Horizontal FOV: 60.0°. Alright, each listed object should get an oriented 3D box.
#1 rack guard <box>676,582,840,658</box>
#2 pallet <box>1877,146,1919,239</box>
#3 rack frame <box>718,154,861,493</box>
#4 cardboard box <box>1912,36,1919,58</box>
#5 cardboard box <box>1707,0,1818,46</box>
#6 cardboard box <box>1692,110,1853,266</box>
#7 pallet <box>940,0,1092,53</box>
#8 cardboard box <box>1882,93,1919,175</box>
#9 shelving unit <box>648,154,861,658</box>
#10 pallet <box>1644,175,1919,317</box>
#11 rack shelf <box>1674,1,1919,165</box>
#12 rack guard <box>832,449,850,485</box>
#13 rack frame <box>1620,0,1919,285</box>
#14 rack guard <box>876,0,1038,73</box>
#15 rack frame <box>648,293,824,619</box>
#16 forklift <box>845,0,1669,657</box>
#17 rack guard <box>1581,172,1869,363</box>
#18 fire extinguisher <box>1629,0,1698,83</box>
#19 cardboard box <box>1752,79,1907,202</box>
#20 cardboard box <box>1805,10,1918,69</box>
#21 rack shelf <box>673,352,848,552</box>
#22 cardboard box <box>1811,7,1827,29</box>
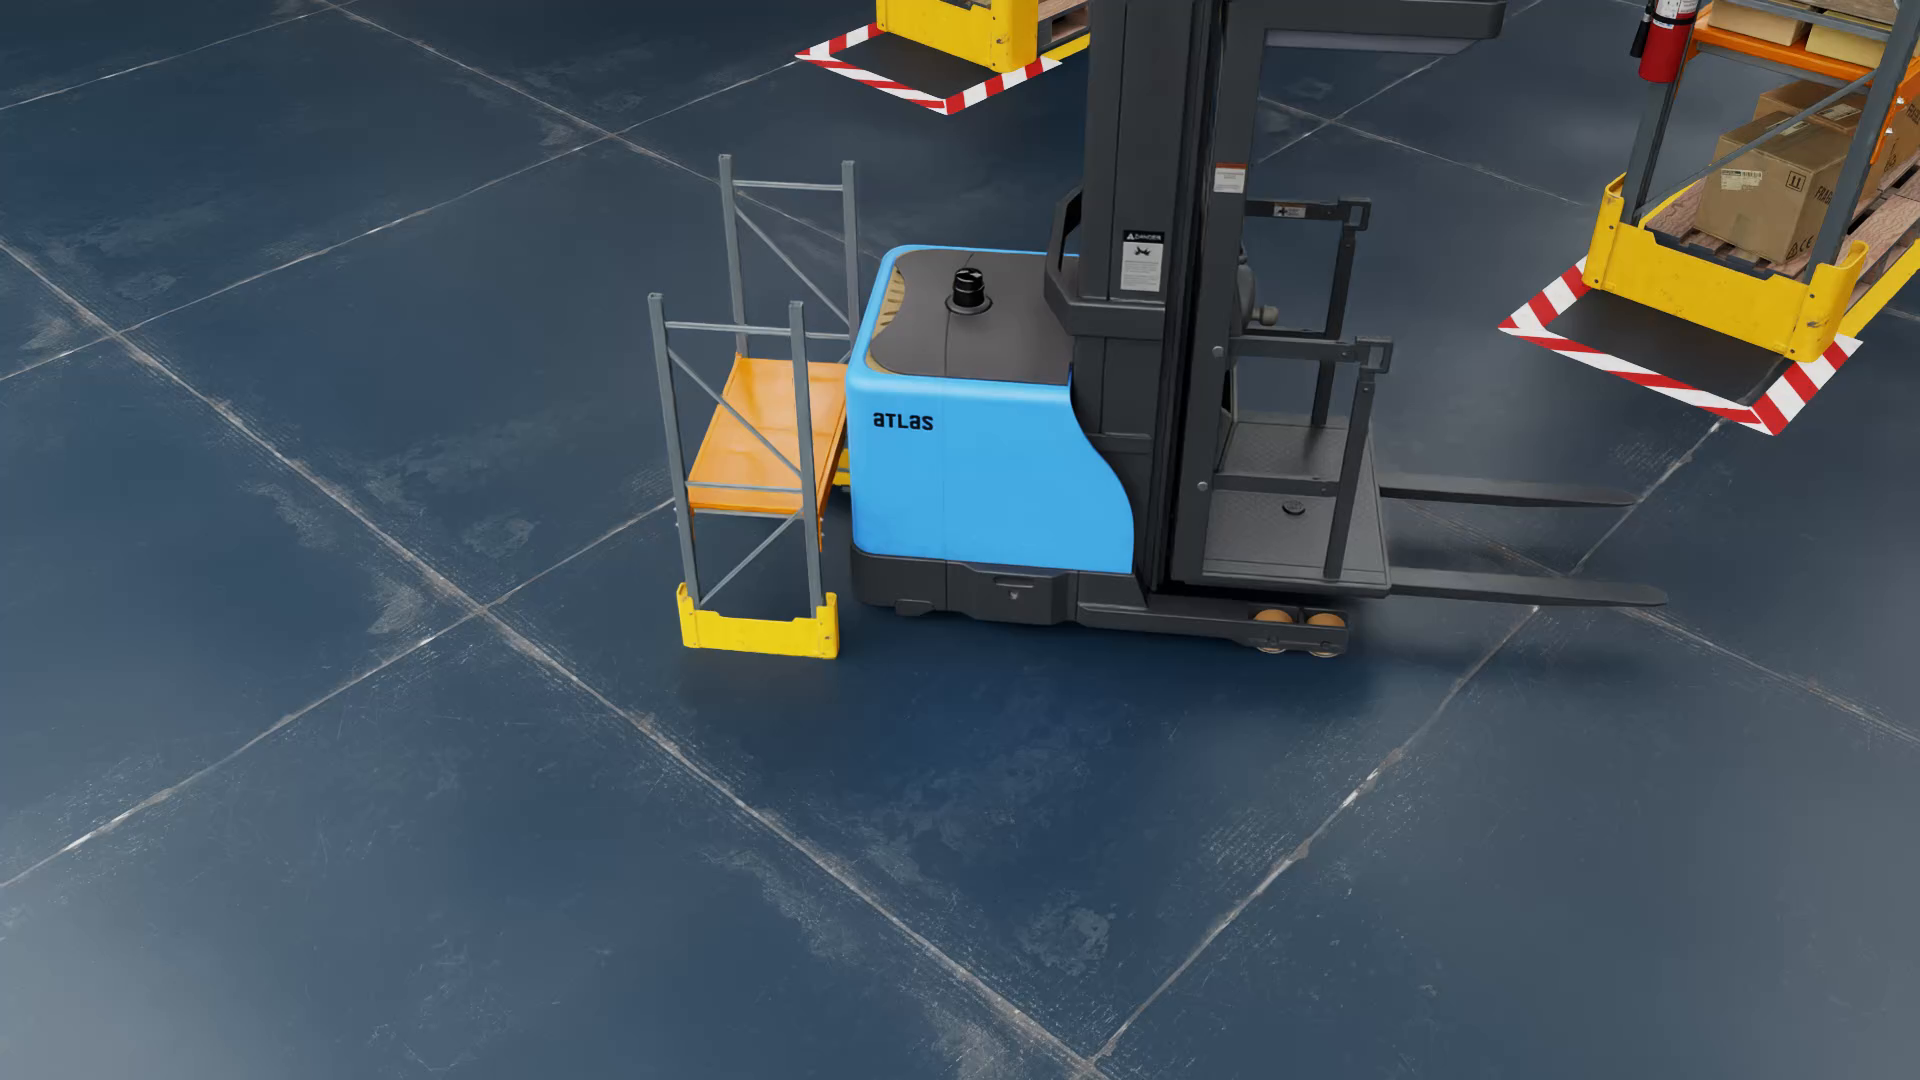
[{"bbox_3d":[-0.747,0.298,6.175,0.587,0.250,0.087,4,39,5],"label":"rack guard"},{"bbox_3d":[5.057,-2.136,9.267,1.003,0.211,1.213,30,47,32],"label":"pallet"},{"bbox_3d":[-0.637,-0.808,6.561,0.500,1.500,0.032,4,39,5],"label":"rack frame"},{"bbox_3d":[4.159,-2.316,7.454,0.380,0.149,0.250,30,47,32],"label":"cardboard box"},{"bbox_3d":[3.648,-2.396,7.555,0.380,0.149,0.250,30,47,32],"label":"cardboard box"},{"bbox_3d":[4.042,-1.742,8.202,0.500,0.500,0.500,-25,45,-28],"label":"cardboard box"},{"bbox_3d":[0.521,-3.690,11.221,1.003,0.211,1.213,30,47,32],"label":"pallet"},{"bbox_3d":[4.856,-2.311,8.917,0.500,0.500,0.500,-29,47,-32],"label":"cardboard box"},{"bbox_3d":[-0.692,-0.499,6.173,0.587,1.500,1.083,4,39,5],"label":"shelving unit"},{"bbox_3d":[4.234,-1.578,8.565,1.003,0.211,1.213,30,47,32],"label":"pallet"},{"bbox_3d":[4.957,-2.914,8.582,1.077,0.370,4.000,30,47,32],"label":"rack shelf"},{"bbox_3d":[-0.638,-0.318,6.949,0.587,0.250,0.087,4,39,5],"label":"rack guard"},{"bbox_3d":[3.608,-2.277,7.203,1.000,3.000,0.127,30,47,32],"label":"rack frame"},{"bbox_3d":[-0.031,-3.433,10.665,1.175,0.500,0.348,30,47,32],"label":"rack guard"},{"bbox_3d":[-0.749,-0.179,5.770,0.500,1.500,0.032,4,39,5],"label":"rack frame"},{"bbox_3d":[1.139,-1.062,5.730,3.031,2.935,1.130,4,39,5],"label":"forklift"},{"bbox_3d":[3.659,-1.333,8.025,1.175,0.500,0.348,30,47,32],"label":"rack guard"},{"bbox_3d":[3.191,-2.387,7.404,0.296,0.674,0.183,30,47,32],"label":"fire extinguisher"},{"bbox_3d":[4.420,-2.031,8.566,0.500,0.500,0.500,-22,43,-25],"label":"cardboard box"},{"bbox_3d":[3.976,-2.209,7.320,0.380,0.149,0.250,30,47,32],"label":"cardboard box"},{"bbox_3d":[-0.693,-0.353,6.278,0.538,0.185,1.000,4,39,5],"label":"rack shelf"},{"bbox_3d":[3.817,-2.510,7.699,0.380,0.149,0.250,30,47,32],"label":"cardboard box"}]
